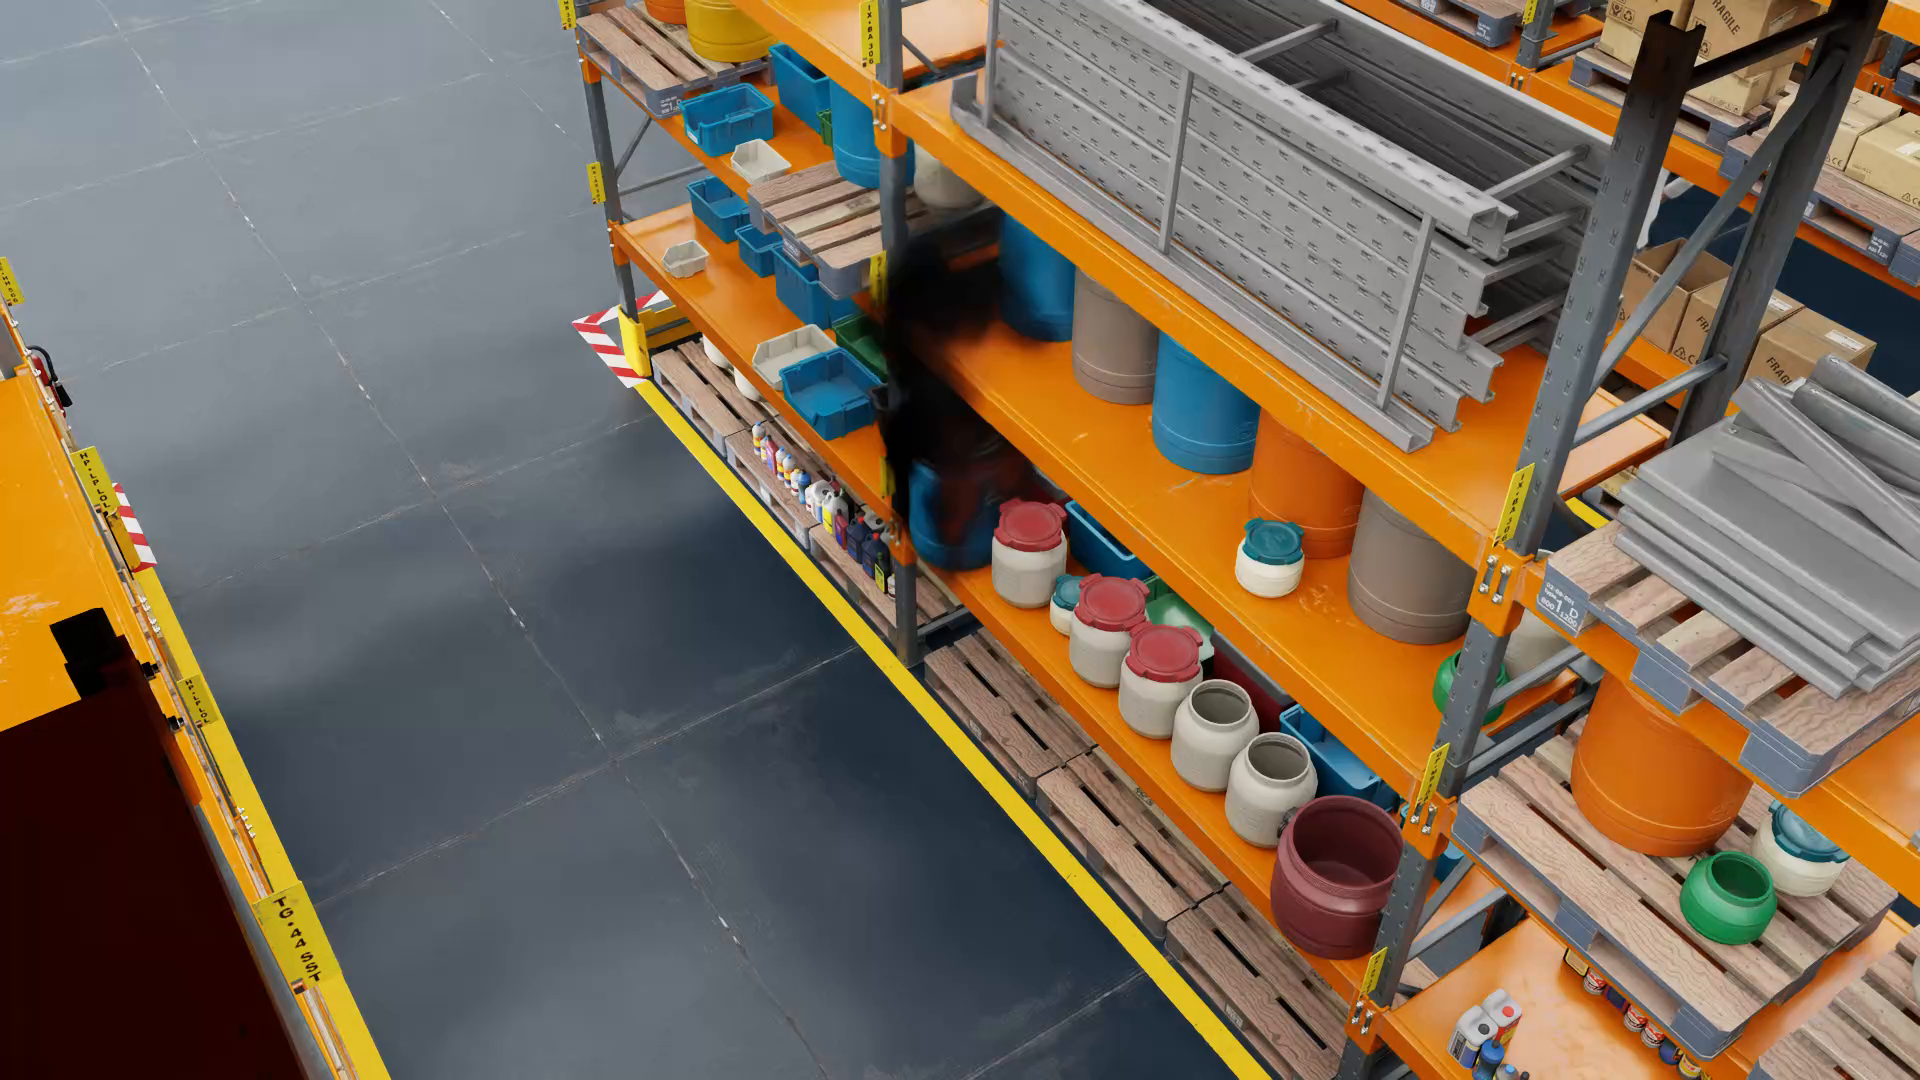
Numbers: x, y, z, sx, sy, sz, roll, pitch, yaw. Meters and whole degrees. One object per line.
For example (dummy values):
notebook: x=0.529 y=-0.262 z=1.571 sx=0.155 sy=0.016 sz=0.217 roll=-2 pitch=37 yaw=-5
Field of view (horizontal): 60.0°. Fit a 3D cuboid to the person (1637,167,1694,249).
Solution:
person: x=5.368 y=-2.592 z=13.278 sx=0.672 sy=1.813 sz=0.787 roll=-29 pitch=50 yaw=-28
